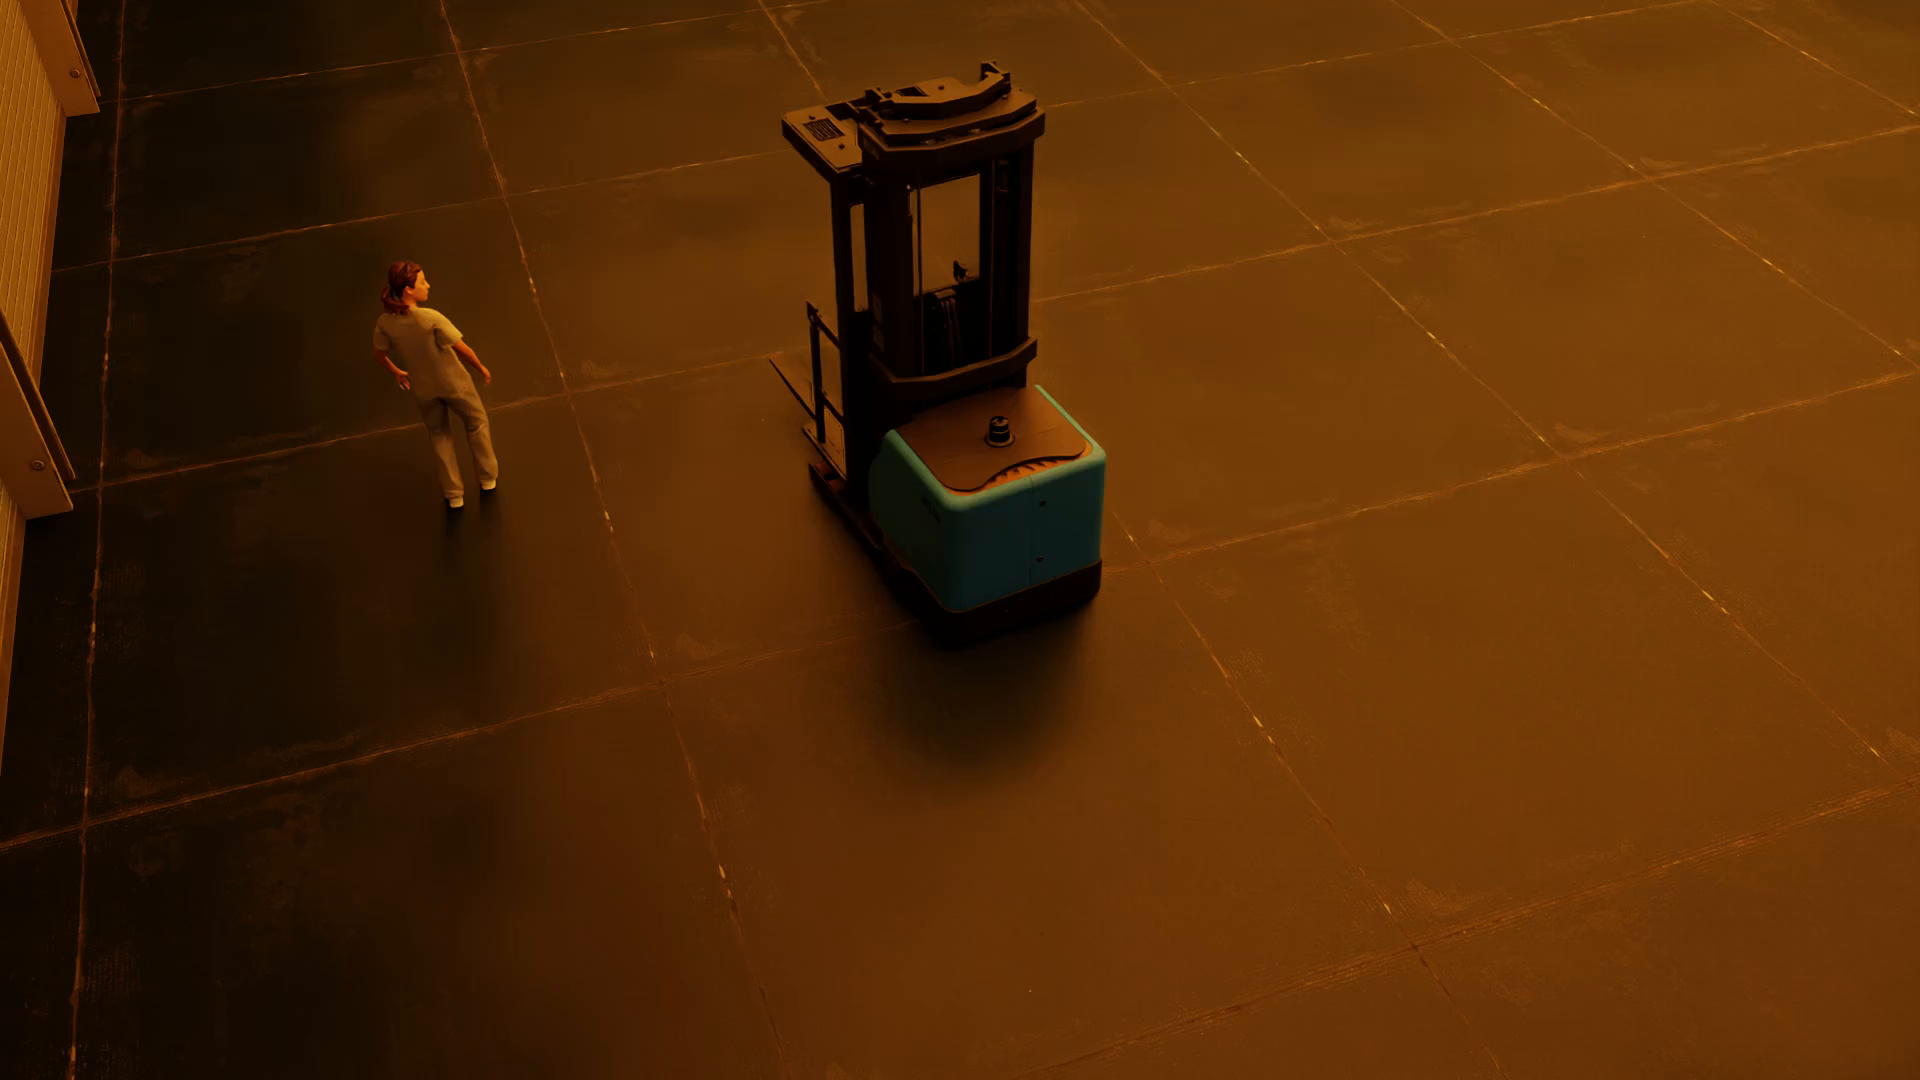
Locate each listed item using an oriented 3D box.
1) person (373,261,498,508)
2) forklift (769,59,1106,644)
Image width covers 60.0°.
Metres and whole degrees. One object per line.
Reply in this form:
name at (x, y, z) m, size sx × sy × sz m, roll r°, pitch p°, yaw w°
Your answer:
person at (-3.183, -0.978, 10.160) m, size 0.644 × 1.650 × 0.483 m, roll -1°, pitch 40°, yaw -1°
forklift at (-0.310, -1.471, 9.748) m, size 1.130 × 2.935 × 3.031 m, roll -19°, pitch 44°, yaw -21°
